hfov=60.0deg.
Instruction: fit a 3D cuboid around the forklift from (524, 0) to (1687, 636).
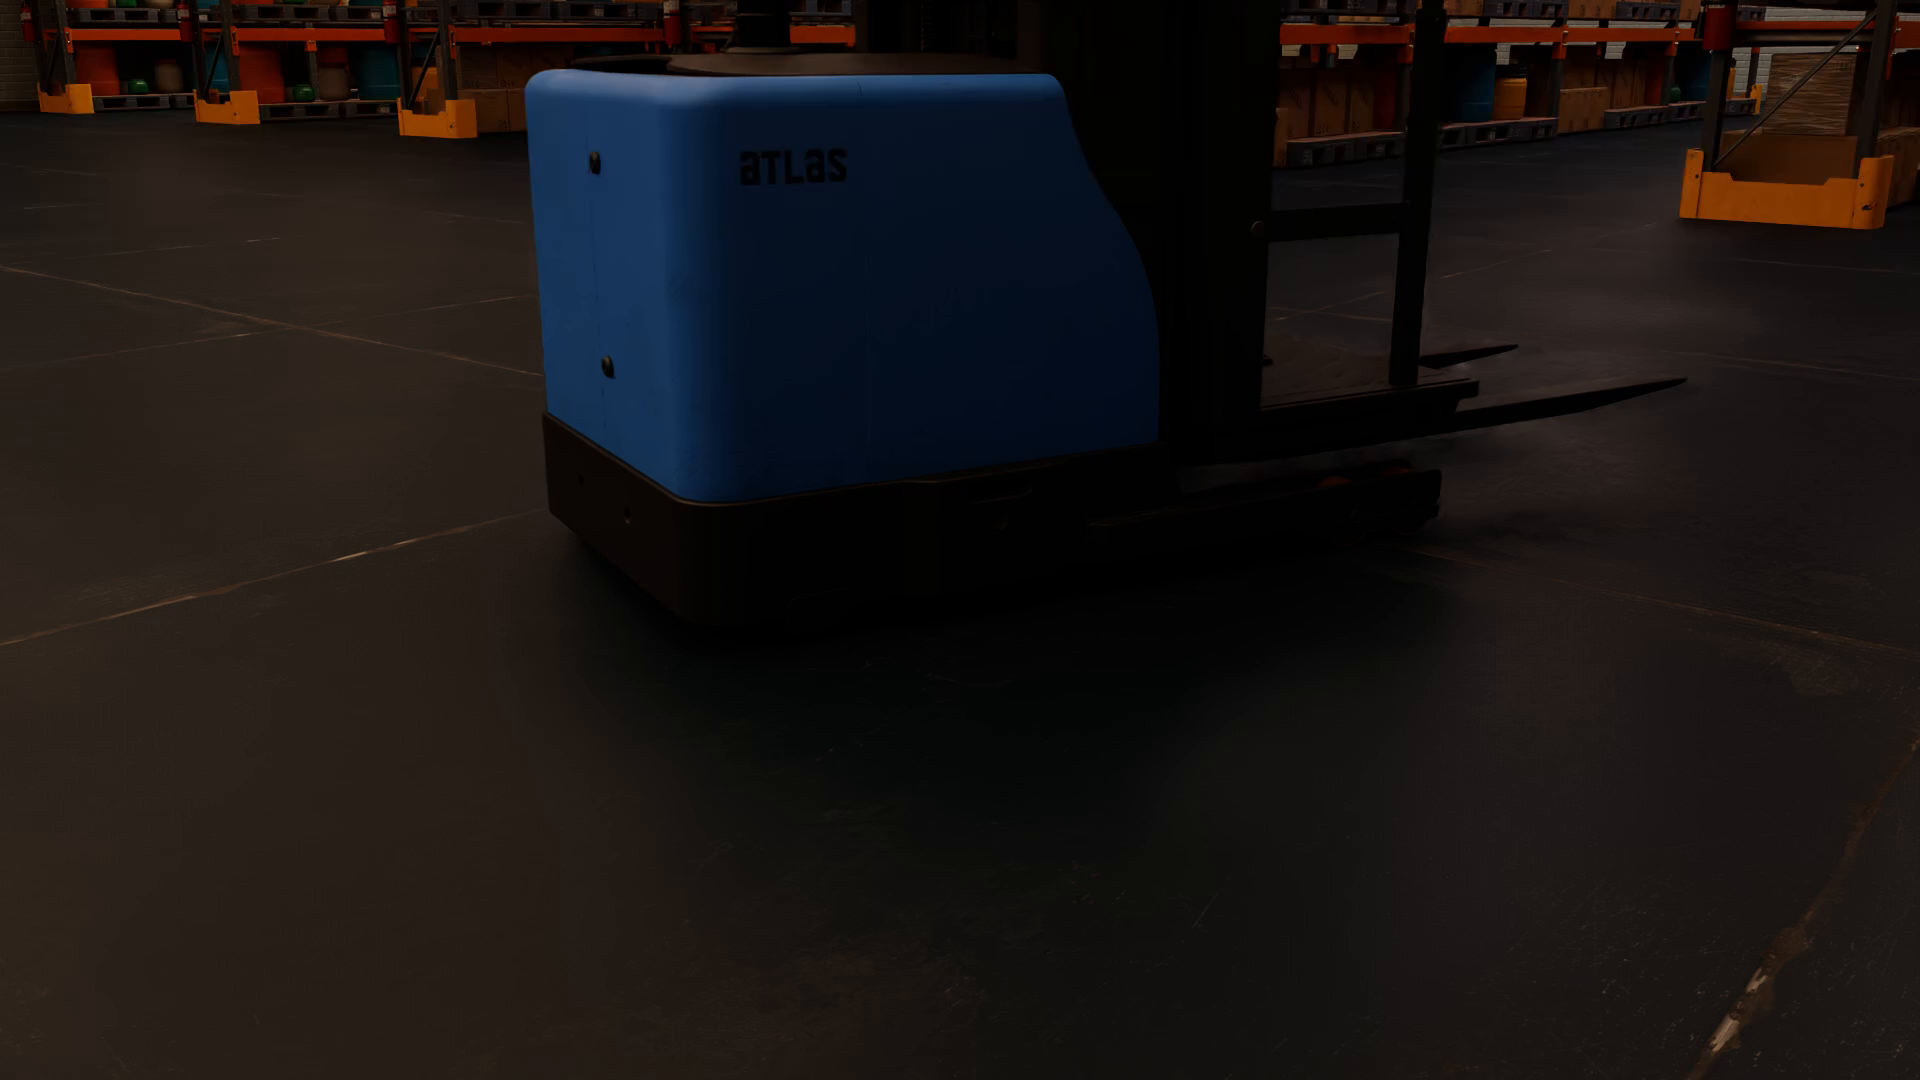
[{"bbox_3d":[0.563,-1.508,3.864,3.031,2.935,1.130,-9,19,-28],"label":"forklift"}]
